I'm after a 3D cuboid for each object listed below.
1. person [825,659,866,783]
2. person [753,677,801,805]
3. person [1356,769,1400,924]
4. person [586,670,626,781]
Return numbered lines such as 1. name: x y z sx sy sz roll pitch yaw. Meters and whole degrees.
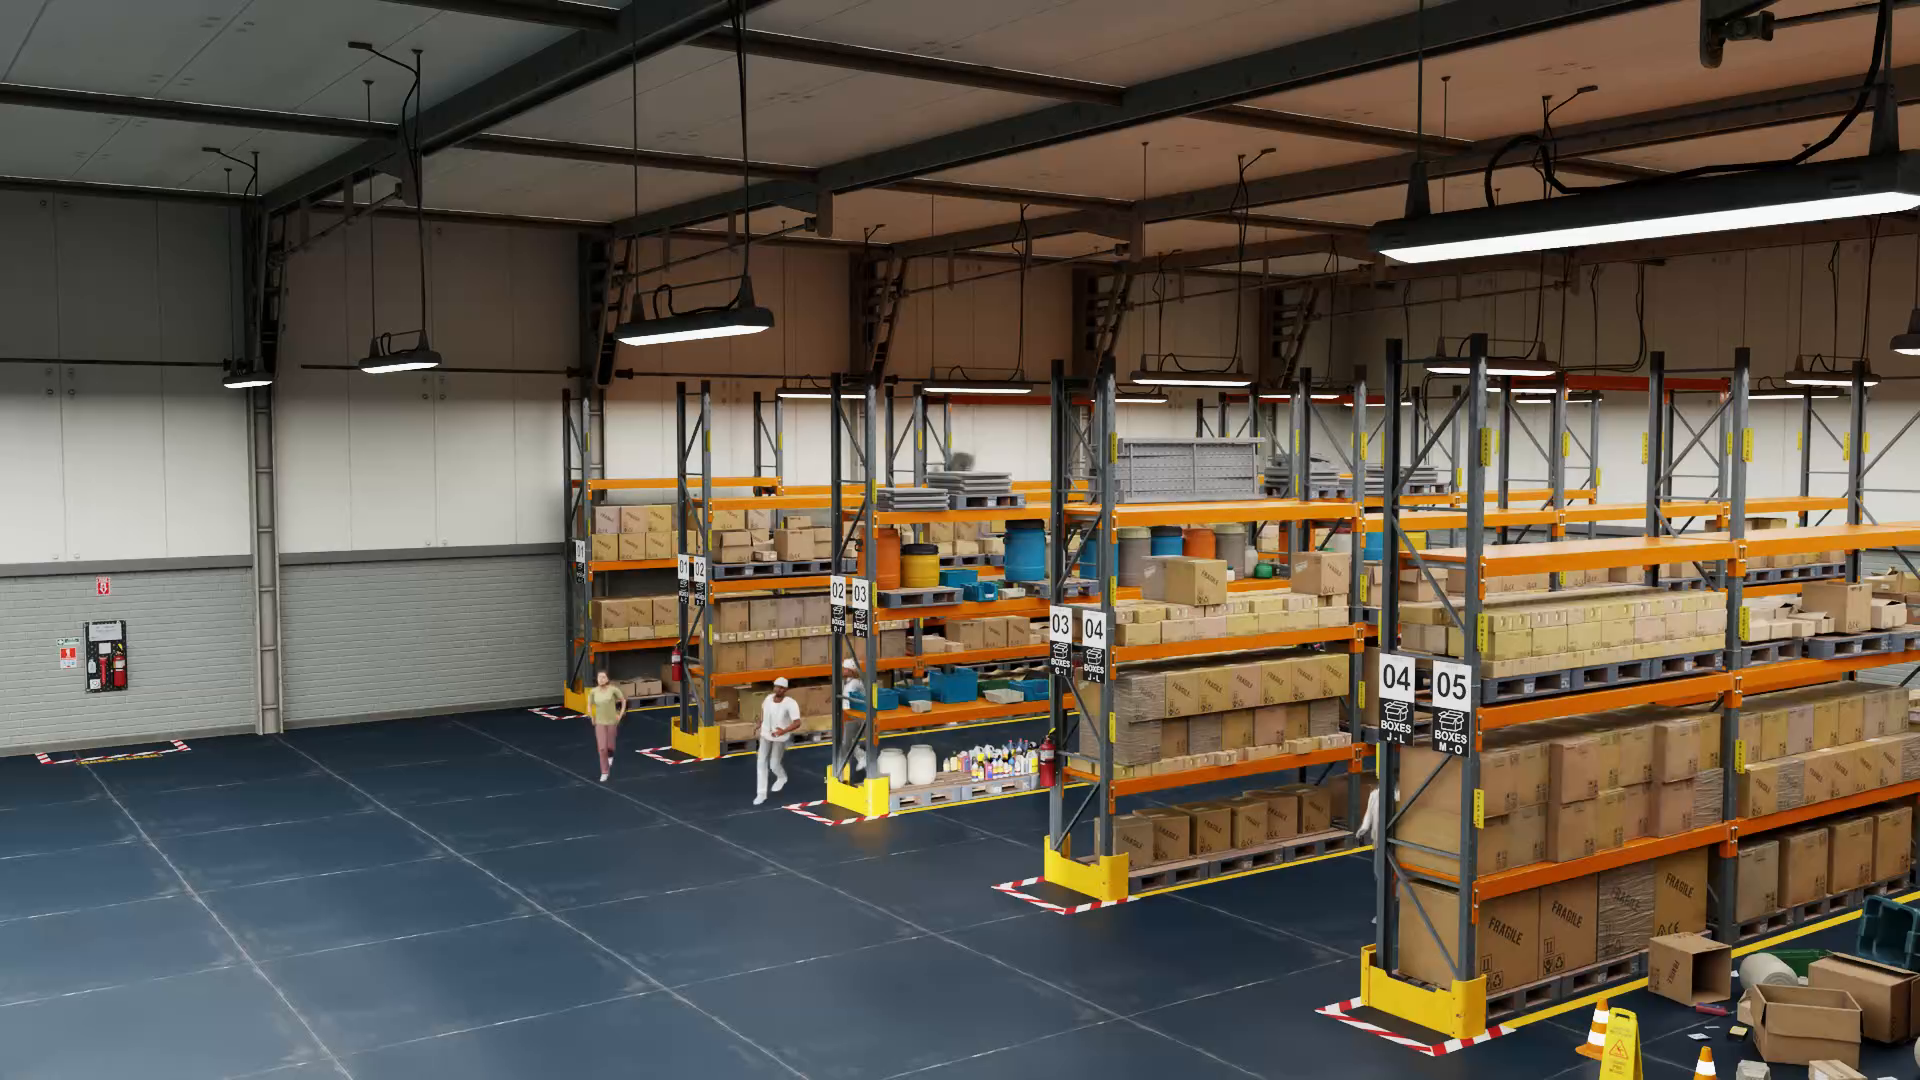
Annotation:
1. person: -1.687 2.662 24.787 0.657 1.776 0.950 3 5 43
2. person: -2.564 2.795 23.420 0.732 1.757 0.823 1 4 21
3. person: 4.611 3.203 17.726 0.611 1.664 0.770 3 5 42
4. person: -5.303 2.755 24.973 0.590 1.657 0.630 0 4 -3
